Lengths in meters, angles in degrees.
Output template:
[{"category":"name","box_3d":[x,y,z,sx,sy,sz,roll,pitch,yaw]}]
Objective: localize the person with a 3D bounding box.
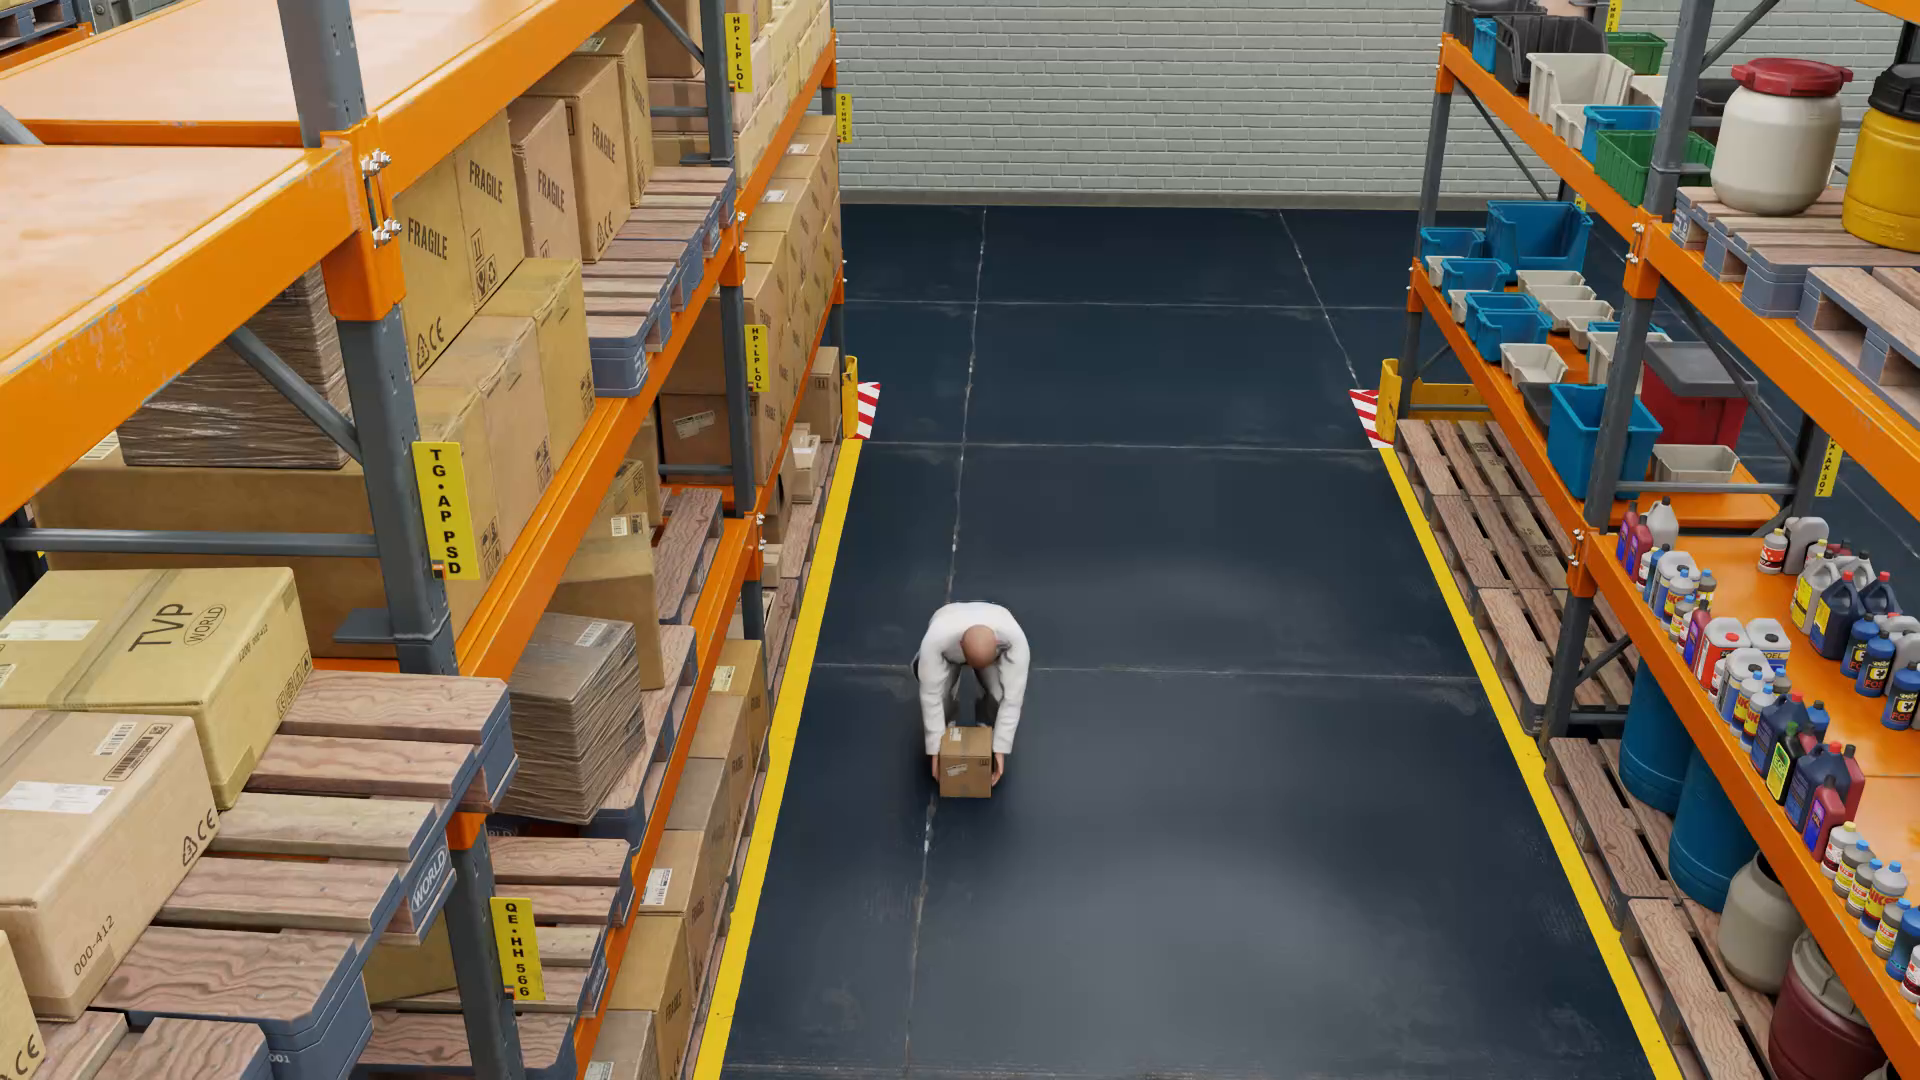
[{"category":"person","box_3d":[0.049,0.668,8.358,0.599,0.862,0.879,1,28,2]}]
